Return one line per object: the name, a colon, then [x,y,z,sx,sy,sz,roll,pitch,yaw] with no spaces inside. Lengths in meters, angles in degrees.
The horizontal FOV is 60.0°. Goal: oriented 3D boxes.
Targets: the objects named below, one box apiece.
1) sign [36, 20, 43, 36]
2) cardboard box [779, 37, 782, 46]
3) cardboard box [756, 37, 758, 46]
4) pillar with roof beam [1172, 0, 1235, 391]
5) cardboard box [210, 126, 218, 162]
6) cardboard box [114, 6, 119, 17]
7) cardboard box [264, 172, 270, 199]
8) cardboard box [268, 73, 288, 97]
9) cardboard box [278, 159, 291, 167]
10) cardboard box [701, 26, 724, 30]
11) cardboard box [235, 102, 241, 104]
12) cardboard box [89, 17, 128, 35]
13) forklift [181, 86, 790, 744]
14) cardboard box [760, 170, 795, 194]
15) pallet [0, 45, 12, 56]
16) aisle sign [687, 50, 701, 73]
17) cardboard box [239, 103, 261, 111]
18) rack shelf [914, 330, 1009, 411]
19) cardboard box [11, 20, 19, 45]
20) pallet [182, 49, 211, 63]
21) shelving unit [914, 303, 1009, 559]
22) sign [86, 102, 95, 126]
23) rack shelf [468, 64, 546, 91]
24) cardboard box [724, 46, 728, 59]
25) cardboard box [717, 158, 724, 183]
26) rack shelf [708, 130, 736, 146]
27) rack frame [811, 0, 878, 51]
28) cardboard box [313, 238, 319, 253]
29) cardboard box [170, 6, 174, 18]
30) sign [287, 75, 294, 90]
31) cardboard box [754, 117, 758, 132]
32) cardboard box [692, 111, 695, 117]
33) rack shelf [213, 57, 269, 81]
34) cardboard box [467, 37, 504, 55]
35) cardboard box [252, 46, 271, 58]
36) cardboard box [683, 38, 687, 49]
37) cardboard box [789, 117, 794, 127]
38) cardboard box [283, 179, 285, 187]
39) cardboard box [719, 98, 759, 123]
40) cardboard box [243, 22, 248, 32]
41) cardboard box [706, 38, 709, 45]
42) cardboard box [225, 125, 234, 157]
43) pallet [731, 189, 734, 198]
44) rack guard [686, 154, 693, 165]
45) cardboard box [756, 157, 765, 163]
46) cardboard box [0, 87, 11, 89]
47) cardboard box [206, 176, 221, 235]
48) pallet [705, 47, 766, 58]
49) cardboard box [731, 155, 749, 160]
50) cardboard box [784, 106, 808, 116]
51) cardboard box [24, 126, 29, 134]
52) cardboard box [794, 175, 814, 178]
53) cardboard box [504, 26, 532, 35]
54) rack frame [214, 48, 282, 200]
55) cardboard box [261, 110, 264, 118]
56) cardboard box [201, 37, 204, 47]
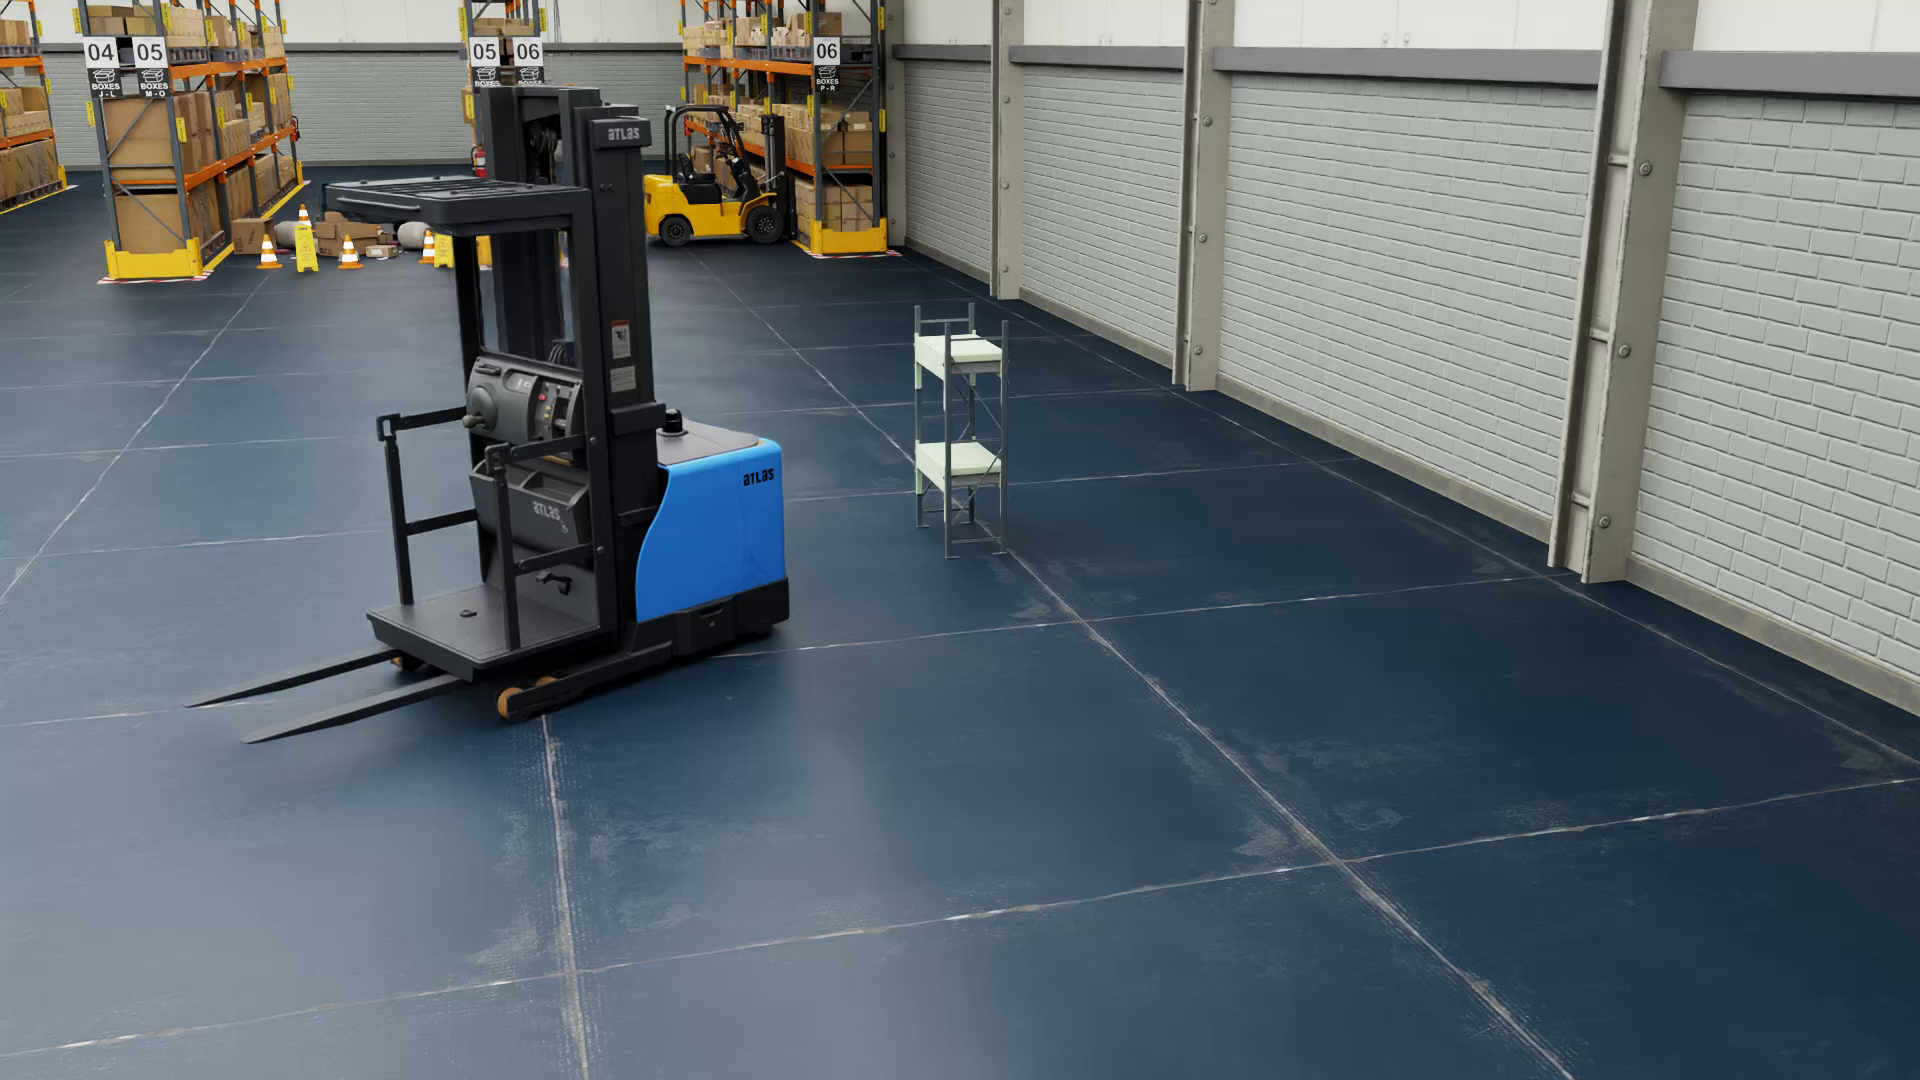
sign: [-19.908,-11.065,35.958,0.100,0.325,0.005,-5,17,-15]
cardboard box: [-2.794,-8.265,27.572,0.380,0.149,0.250,-4,17,-14]
cardboard box: [-3.430,-8.906,29.706,0.380,0.149,0.250,-5,17,-15]
pillar with roof beam: [-1.903,-5.432,13.392,9.100,9.000,0.400,-5,17,-15]
cardboard box: [-12.227,-6.219,26.180,0.875,0.550,0.550,-5,17,-15]
cardboard box: [-11.726,-7.224,22.721,0.380,0.149,0.250,-5,17,-15]
cardboard box: [-13.675,-6.855,32.172,0.500,0.500,0.500,-5,17,-17]
cardboard box: [-15.272,-10.129,37.031,0.500,0.500,0.500,-5,17,-16]
cardboard box: [-14.903,-8.279,36.492,0.380,0.149,0.250,-4,17,-13]
cardboard box: [-5.405,-11.141,36.487,0.500,0.250,0.500,-5,17,-15]
cardboard box: [-14.943,-8.763,34.218,0.500,0.500,0.500,-5,17,-15]
cardboard box: [-11.643,-7.011,22.704,0.500,0.250,0.500,-4,17,-15]
forklift: [-2.321,-0.690,8.154,1.130,2.935,3.031,15,22,41]
cardboard box: [-3.196,-6.483,30.719,0.875,0.625,0.625,-5,17,-16]
pallet: [-19.550,-9.718,33.029,1.003,0.211,1.213,-5,17,-15]
aisle sign: [-6.435,-11.621,39.905,0.394,0.787,0.004,-5,17,-15]
cardboard box: [-14.096,-8.585,32.991,0.380,0.149,0.250,-5,18,-17]
rack shelf: [0.002,-1.090,10.618,0.431,0.370,0.720,-5,17,-15]
cardboard box: [-20.201,-10.632,34.840,0.700,0.500,0.500,-5,18,-17]
pallet: [-12.639,-7.843,26.965,0.805,0.209,1.217,-5,18,-17]
shelving unit: [0.002,-0.716,10.730,0.431,1.500,0.755,-5,17,-15]
sign: [-11.766,-5.770,22.524,0.100,0.325,0.005,-5,17,-15]
rack shelf: [-7.058,-7.206,25.764,1.077,0.370,4.000,-5,17,-15]
cardboard box: [-4.449,-9.794,33.388,0.500,0.250,0.500,-5,17,-15]
cardboard box: [-4.962,-7.979,35.917,0.500,0.500,0.500,-5,17,-16]
rack shelf: [-4.485,-8.376,34.872,1.077,0.370,4.000,-5,17,-15]
rack frame: [-1.737,-8.827,24.697,1.000,3.000,0.127,-5,17,-15]
cardboard box: [-10.096,-4.609,25.833,0.396,0.266,0.258,-2,17,-6]
cardboard box: [-11.164,-7.346,23.127,0.380,0.149,0.250,-5,17,-16]
sign: [-15.098,-10.311,37.503,0.100,0.325,0.005,-5,17,-15]
cardboard box: [-3.500,-7.627,30.522,0.500,0.250,0.500,-4,17,-14]
cardboard box: [-5.987,-10.024,38.854,0.500,0.250,0.500,-5,17,-16]
rack shelf: [-13.988,-9.000,31.735,1.077,0.370,4.000,-5,17,-15]
cardboard box: [-6.908,-7.188,24.198,0.500,0.250,0.500,-5,17,-16]
cardboard box: [-14.411,-9.974,33.990,0.500,0.250,0.500,-4,17,-12]
cardboard box: [-6.275,-11.743,39.360,0.500,0.250,0.500,-5,17,-16]
cardboard box: [-2.596,-6.881,27.344,0.380,0.149,0.250,-5,17,-16]
cardboard box: [-14.402,-7.496,34.919,0.380,0.149,0.250,-4,17,-14]
cardboard box: [-4.562,-8.855,34.306,0.797,0.503,0.637,-5,17,-17]
cardboard box: [-14.540,-10.033,33.020,0.700,0.500,0.500,-5,17,-15]
cardboard box: [-5.146,-10.511,35.050,0.380,0.149,0.250,-4,17,-14]
cardboard box: [-12.365,-6.602,27.543,0.500,0.500,0.500,-5,17,-15]
pallet: [-4.104,-7.041,34.026,1.003,0.211,1.213,-5,17,-15]
rack guard: [-6.113,-9.162,40.583,1.175,0.500,0.348,-5,17,-15]
cardboard box: [-3.972,-7.789,34.155,0.380,0.149,0.250,-4,17,-15]
cardboard box: [-20.424,-9.340,35.273,0.500,0.500,0.500,-5,17,-17]
cardboard box: [-12.234,-5.252,26.185,0.875,0.875,0.875,-4,17,-14]
pallet: [-4.635,-10.148,34.633,1.213,0.211,1.003,-5,17,-15]
cardboard box: [-4.548,-7.893,34.503,0.380,0.149,0.250,-5,17,-16]
cardboard box: [-2.727,-7.166,27.776,0.380,0.149,0.250,-5,17,-16]
cardboard box: [-19.453,-8.443,34.282,0.380,0.149,0.250,-4,17,-15]
cardboard box: [-2.726,-5.986,27.978,0.500,0.250,0.500,-4,17,-13]
cardboard box: [-6.410,-7.373,24.121,0.380,0.149,0.250,-5,17,-16]
rack frame: [-14.538,-8.461,33.904,1.000,3.000,0.127,-5,17,-15]
cardboard box: [-14.165,-8.517,33.281,0.380,0.149,0.250,-5,17,-15]
cardboard box: [-11.863,-7.668,25.584,0.380,0.149,0.250,-4,17,-14]
